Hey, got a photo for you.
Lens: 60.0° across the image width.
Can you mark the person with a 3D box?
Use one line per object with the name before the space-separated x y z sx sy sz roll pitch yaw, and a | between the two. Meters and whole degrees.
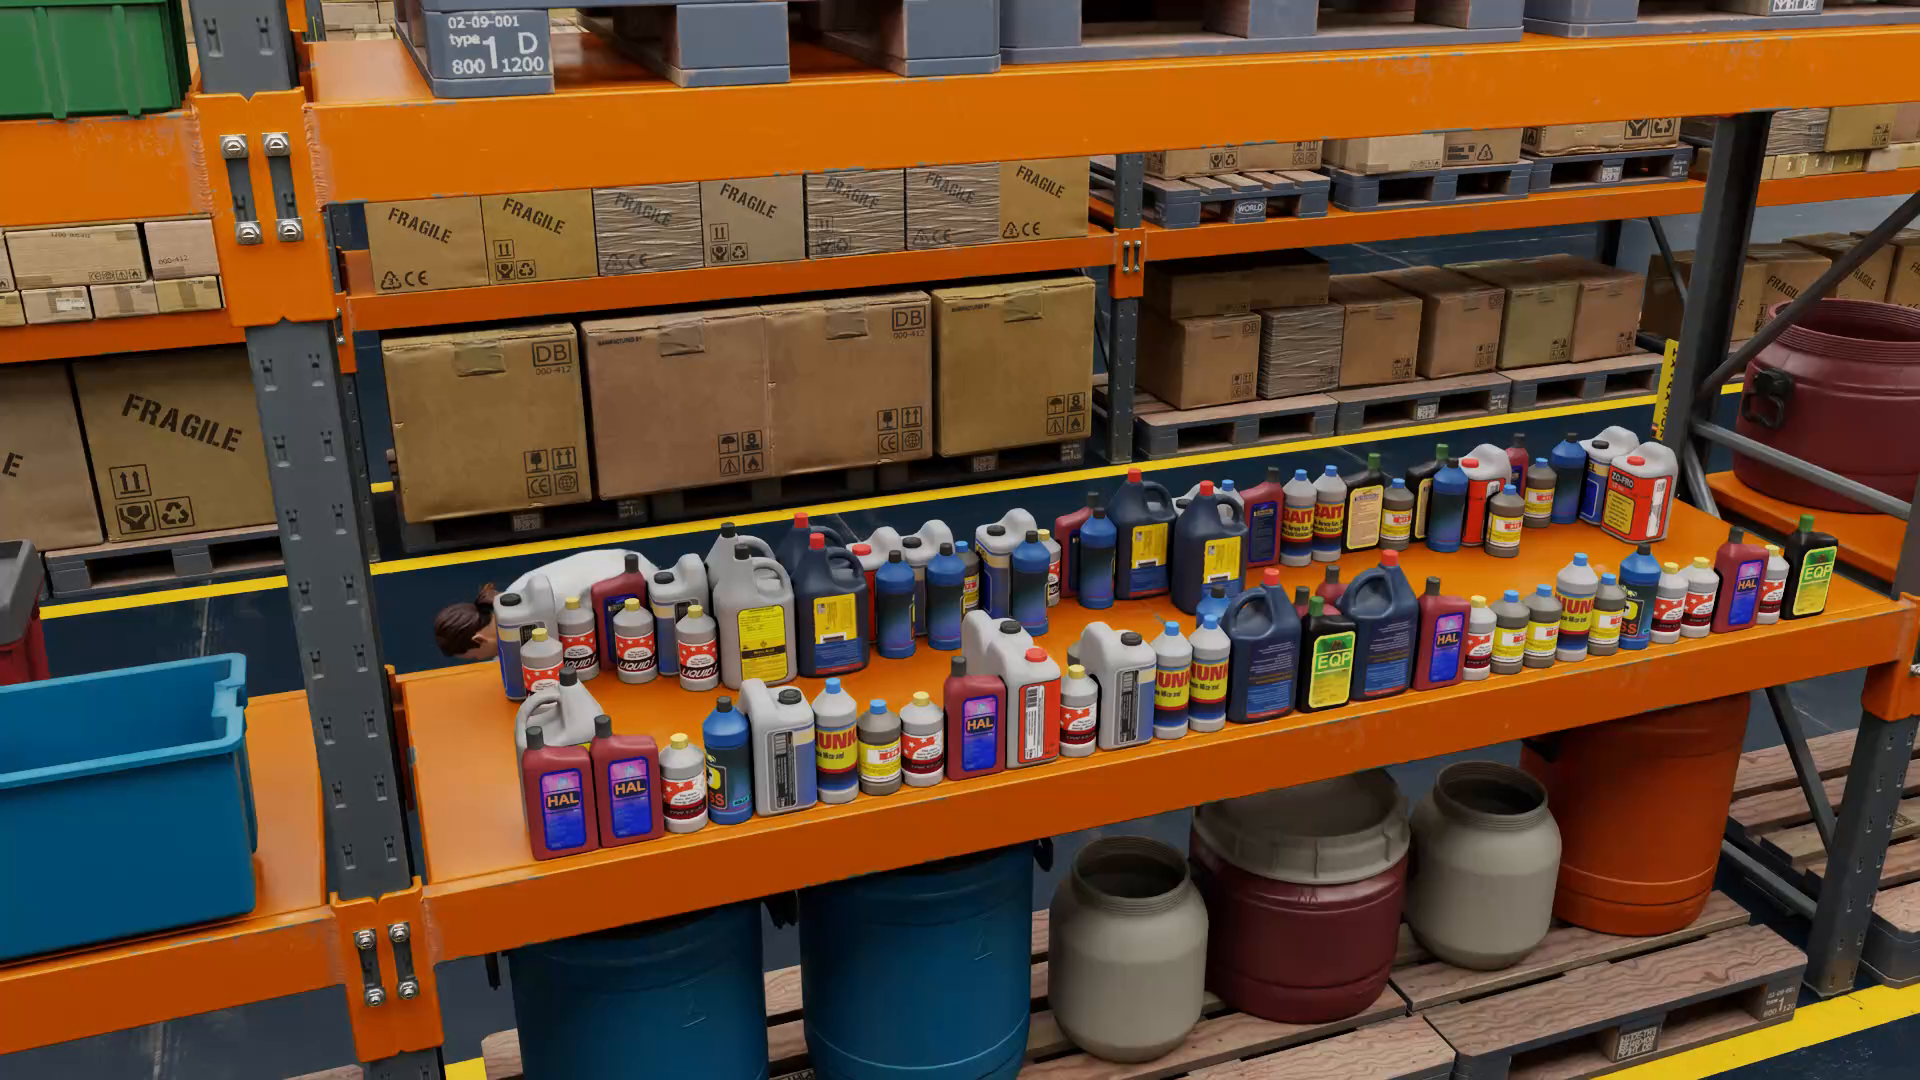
person | -1.489 0.460 6.210 0.866 0.785 0.470 -9 24 -21
